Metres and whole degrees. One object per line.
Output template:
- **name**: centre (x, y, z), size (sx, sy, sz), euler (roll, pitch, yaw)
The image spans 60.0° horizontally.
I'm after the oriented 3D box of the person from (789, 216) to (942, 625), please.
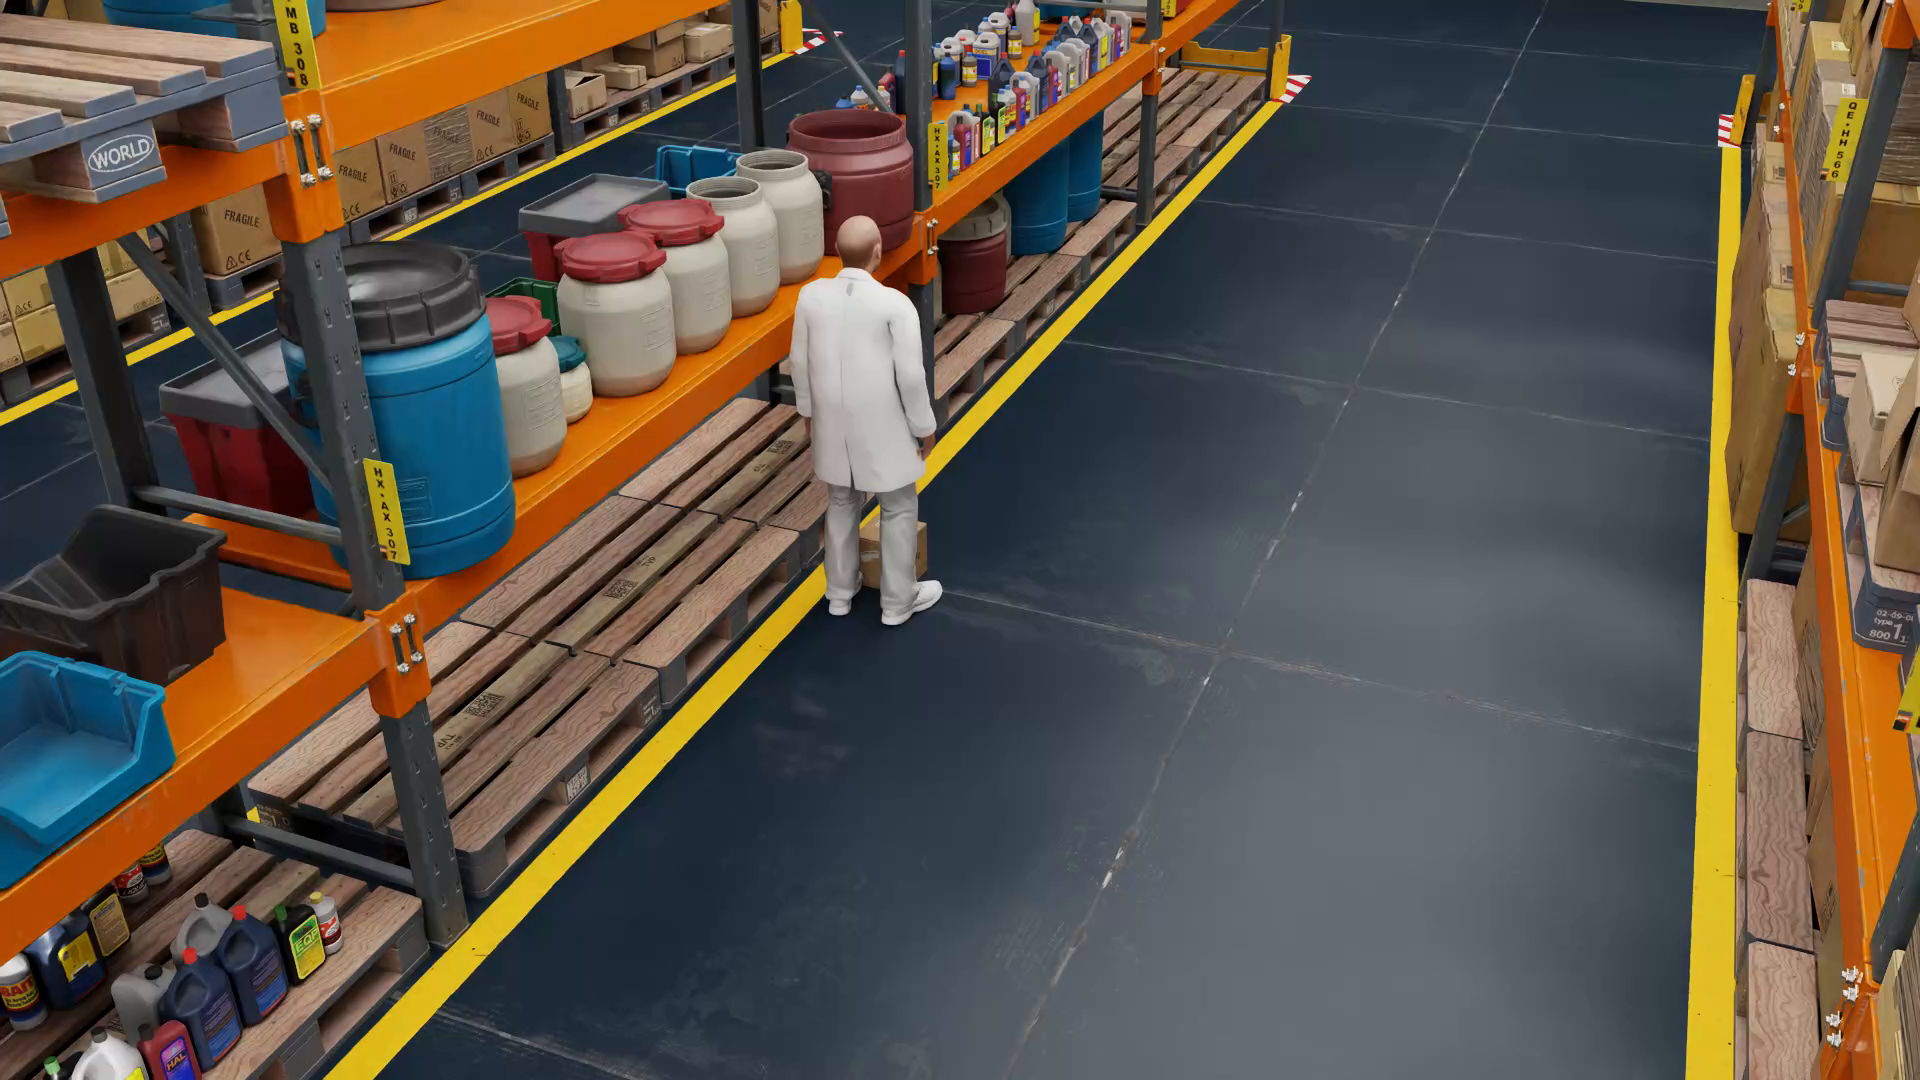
- **person**: centre (-0.404, -0.491, 7.019), size (0.643, 1.774, 0.423), euler (11, 31, 20)
